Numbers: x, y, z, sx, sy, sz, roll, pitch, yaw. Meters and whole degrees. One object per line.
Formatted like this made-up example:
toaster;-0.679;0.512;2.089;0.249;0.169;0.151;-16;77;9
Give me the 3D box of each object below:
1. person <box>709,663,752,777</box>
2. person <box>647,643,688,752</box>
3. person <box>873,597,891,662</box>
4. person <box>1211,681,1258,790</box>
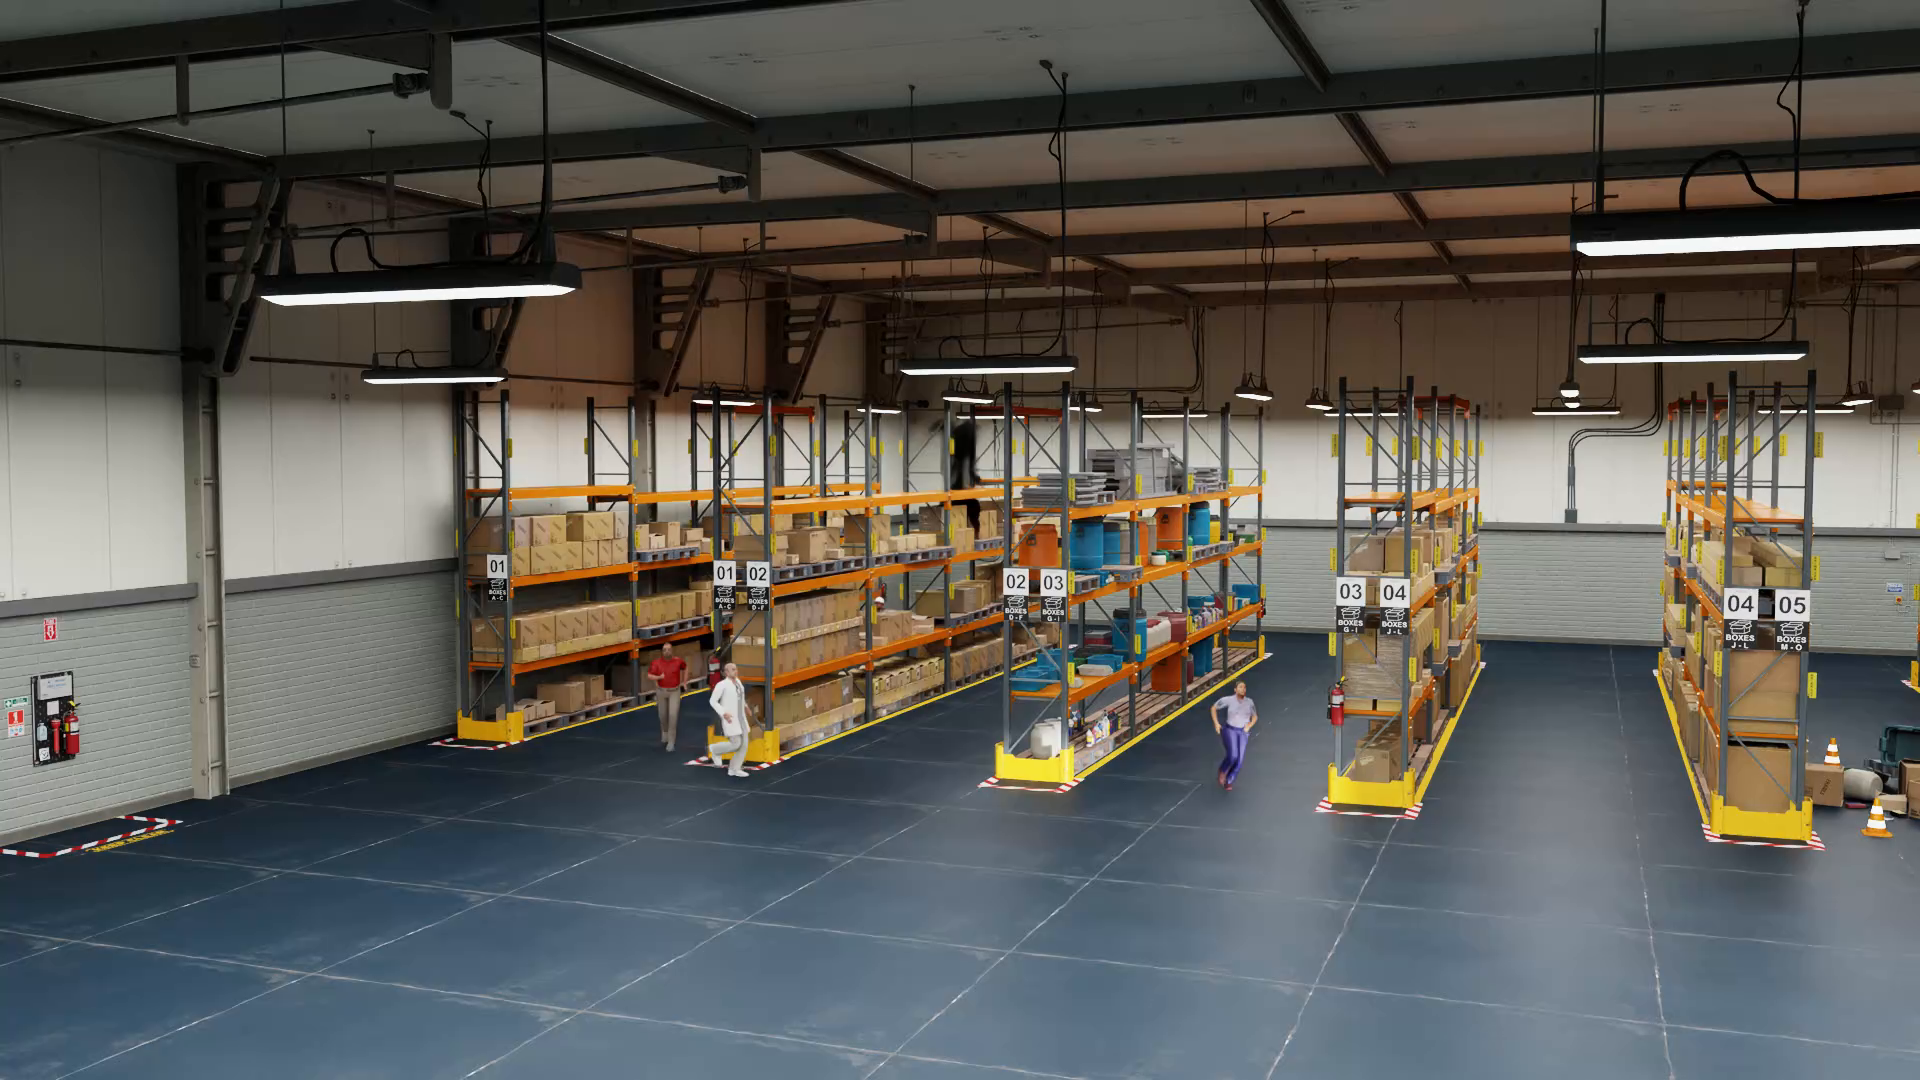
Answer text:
person;-3.508;2.741;25.427;0.679;1.734;0.708;2;4;34
person;-4.882;2.587;27.789;0.650;1.747;0.959;0;3;-6
person;-1.781;2.124;36.752;0.661;1.731;0.585;1;3;25
person;4.074;2.912;24.403;0.641;1.517;0.555;-1;3;-14
